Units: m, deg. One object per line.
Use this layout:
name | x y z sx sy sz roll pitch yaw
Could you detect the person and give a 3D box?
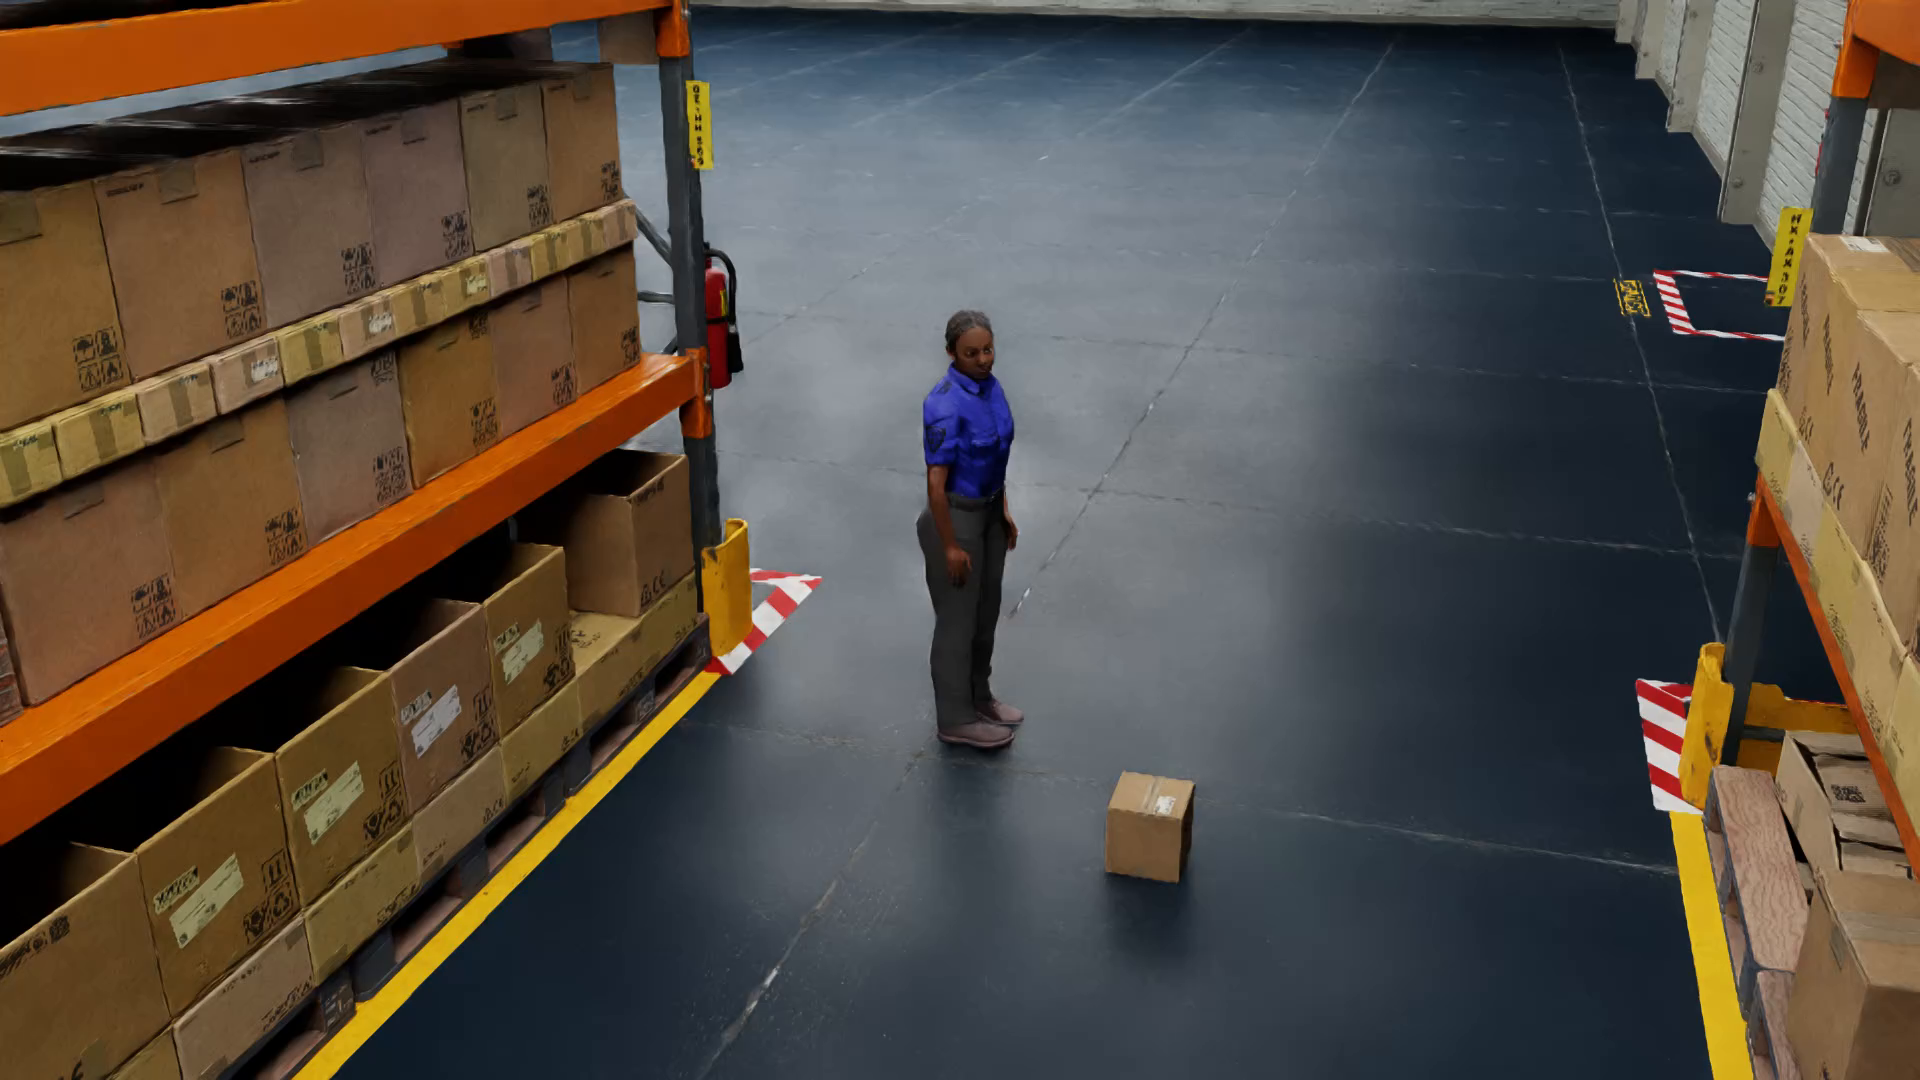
person | 0.053 -0.025 6.145 0.375 1.700 0.500 11 25 26
